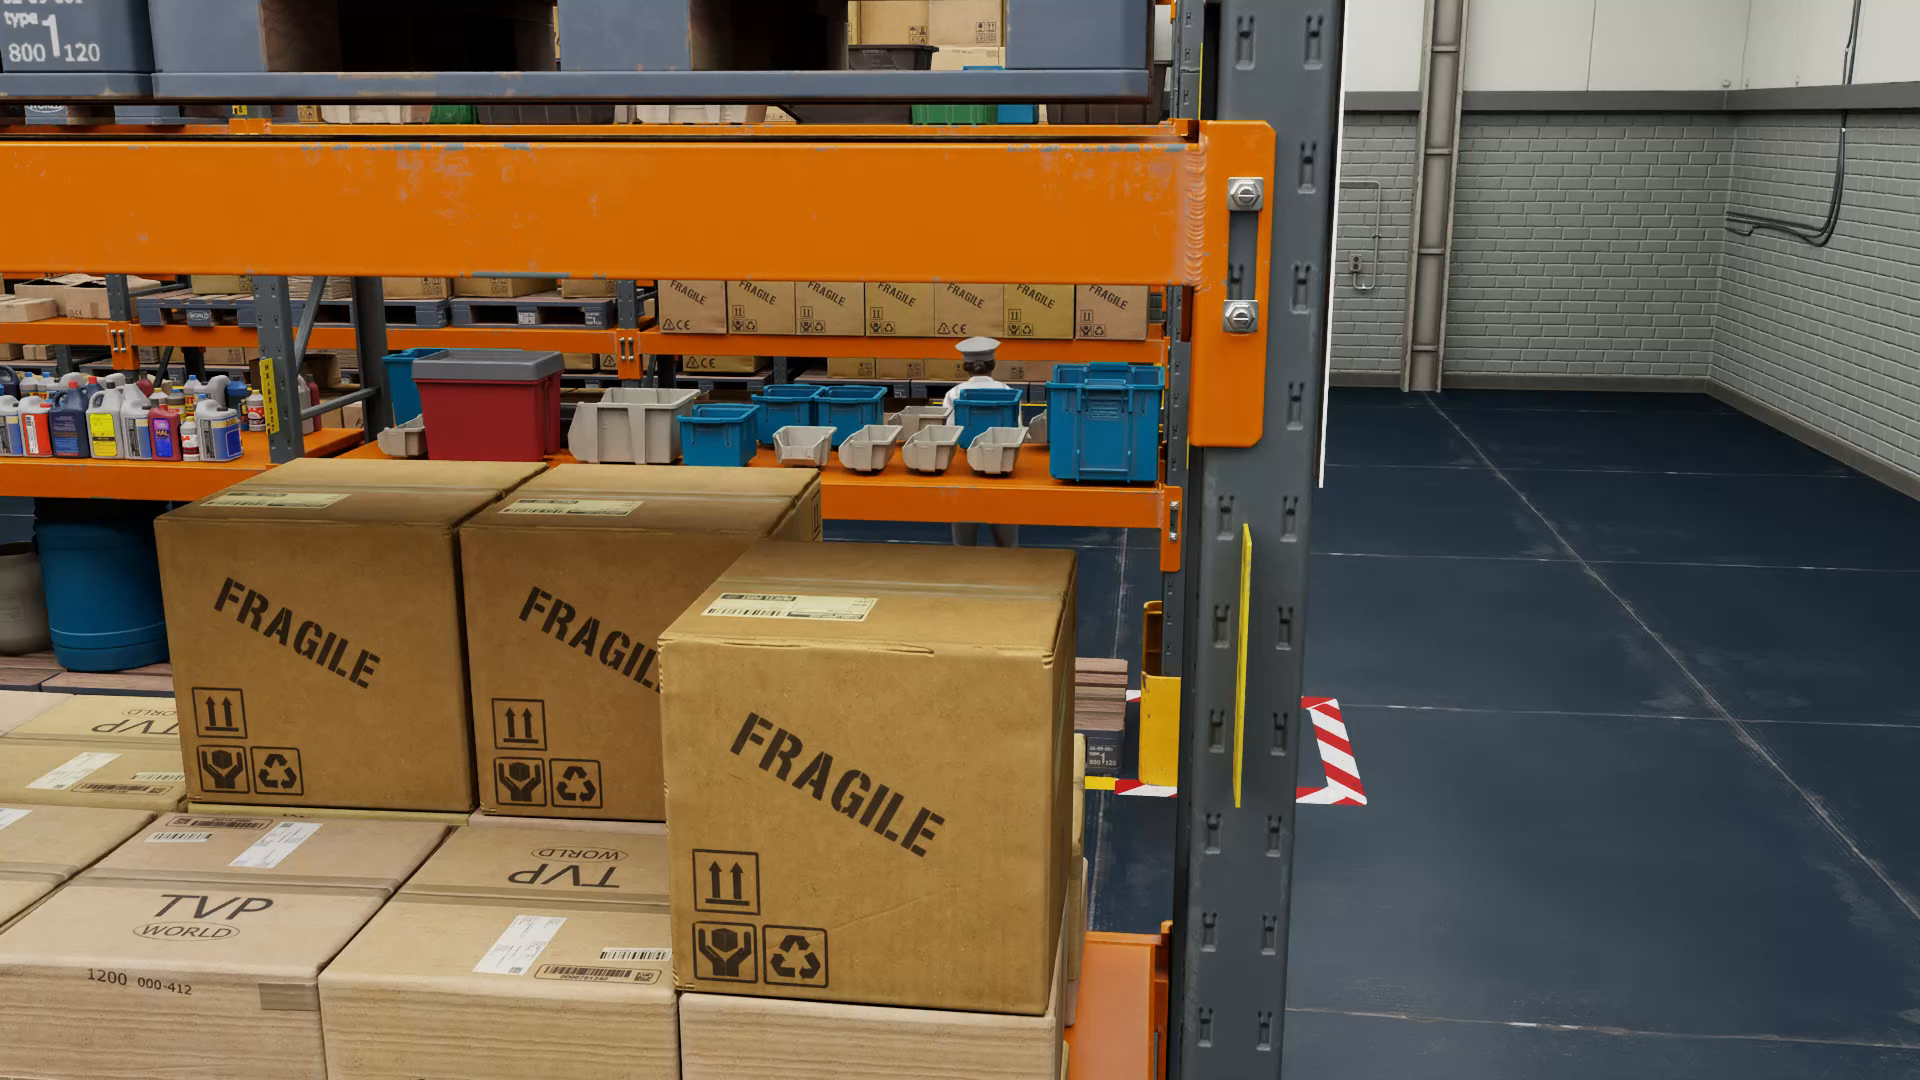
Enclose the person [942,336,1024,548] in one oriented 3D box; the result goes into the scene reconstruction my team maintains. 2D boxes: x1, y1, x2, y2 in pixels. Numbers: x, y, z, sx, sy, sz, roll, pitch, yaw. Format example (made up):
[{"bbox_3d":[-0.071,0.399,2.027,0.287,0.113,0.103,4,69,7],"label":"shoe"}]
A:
[{"bbox_3d":[0.137,-0.280,9.235,0.525,1.658,0.395,1,14,3],"label":"person"}]
